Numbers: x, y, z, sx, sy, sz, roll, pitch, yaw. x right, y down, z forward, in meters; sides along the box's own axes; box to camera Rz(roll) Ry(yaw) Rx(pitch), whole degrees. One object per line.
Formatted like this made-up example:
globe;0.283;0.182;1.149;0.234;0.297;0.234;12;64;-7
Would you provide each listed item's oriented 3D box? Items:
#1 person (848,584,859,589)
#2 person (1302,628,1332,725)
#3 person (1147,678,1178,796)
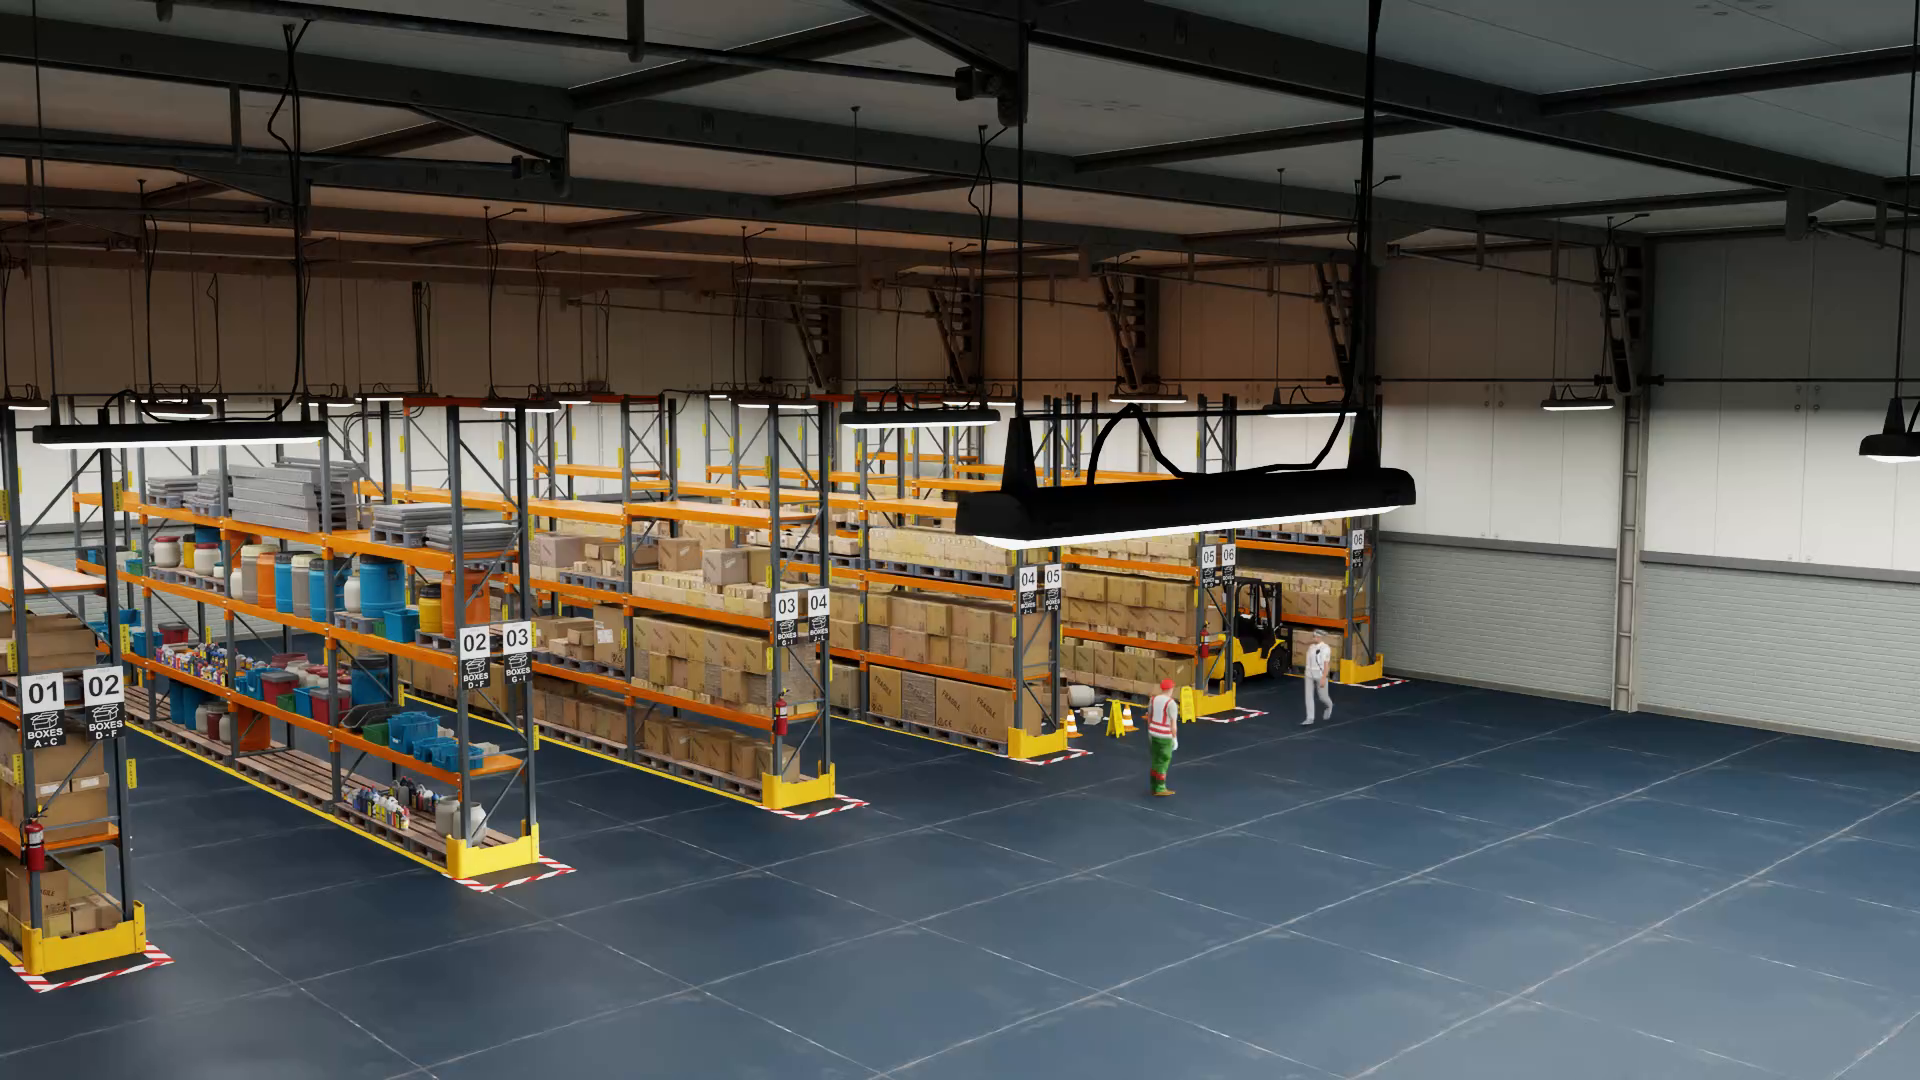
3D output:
person;-2.245;1.817;35.167;0.523;1.768;0.449;-3;6;-32
person;6.584;2.490;30.561;0.500;1.762;0.752;3;6;30
person;3.100;2.994;25.328;0.388;1.791;0.621;-4;7;-36
